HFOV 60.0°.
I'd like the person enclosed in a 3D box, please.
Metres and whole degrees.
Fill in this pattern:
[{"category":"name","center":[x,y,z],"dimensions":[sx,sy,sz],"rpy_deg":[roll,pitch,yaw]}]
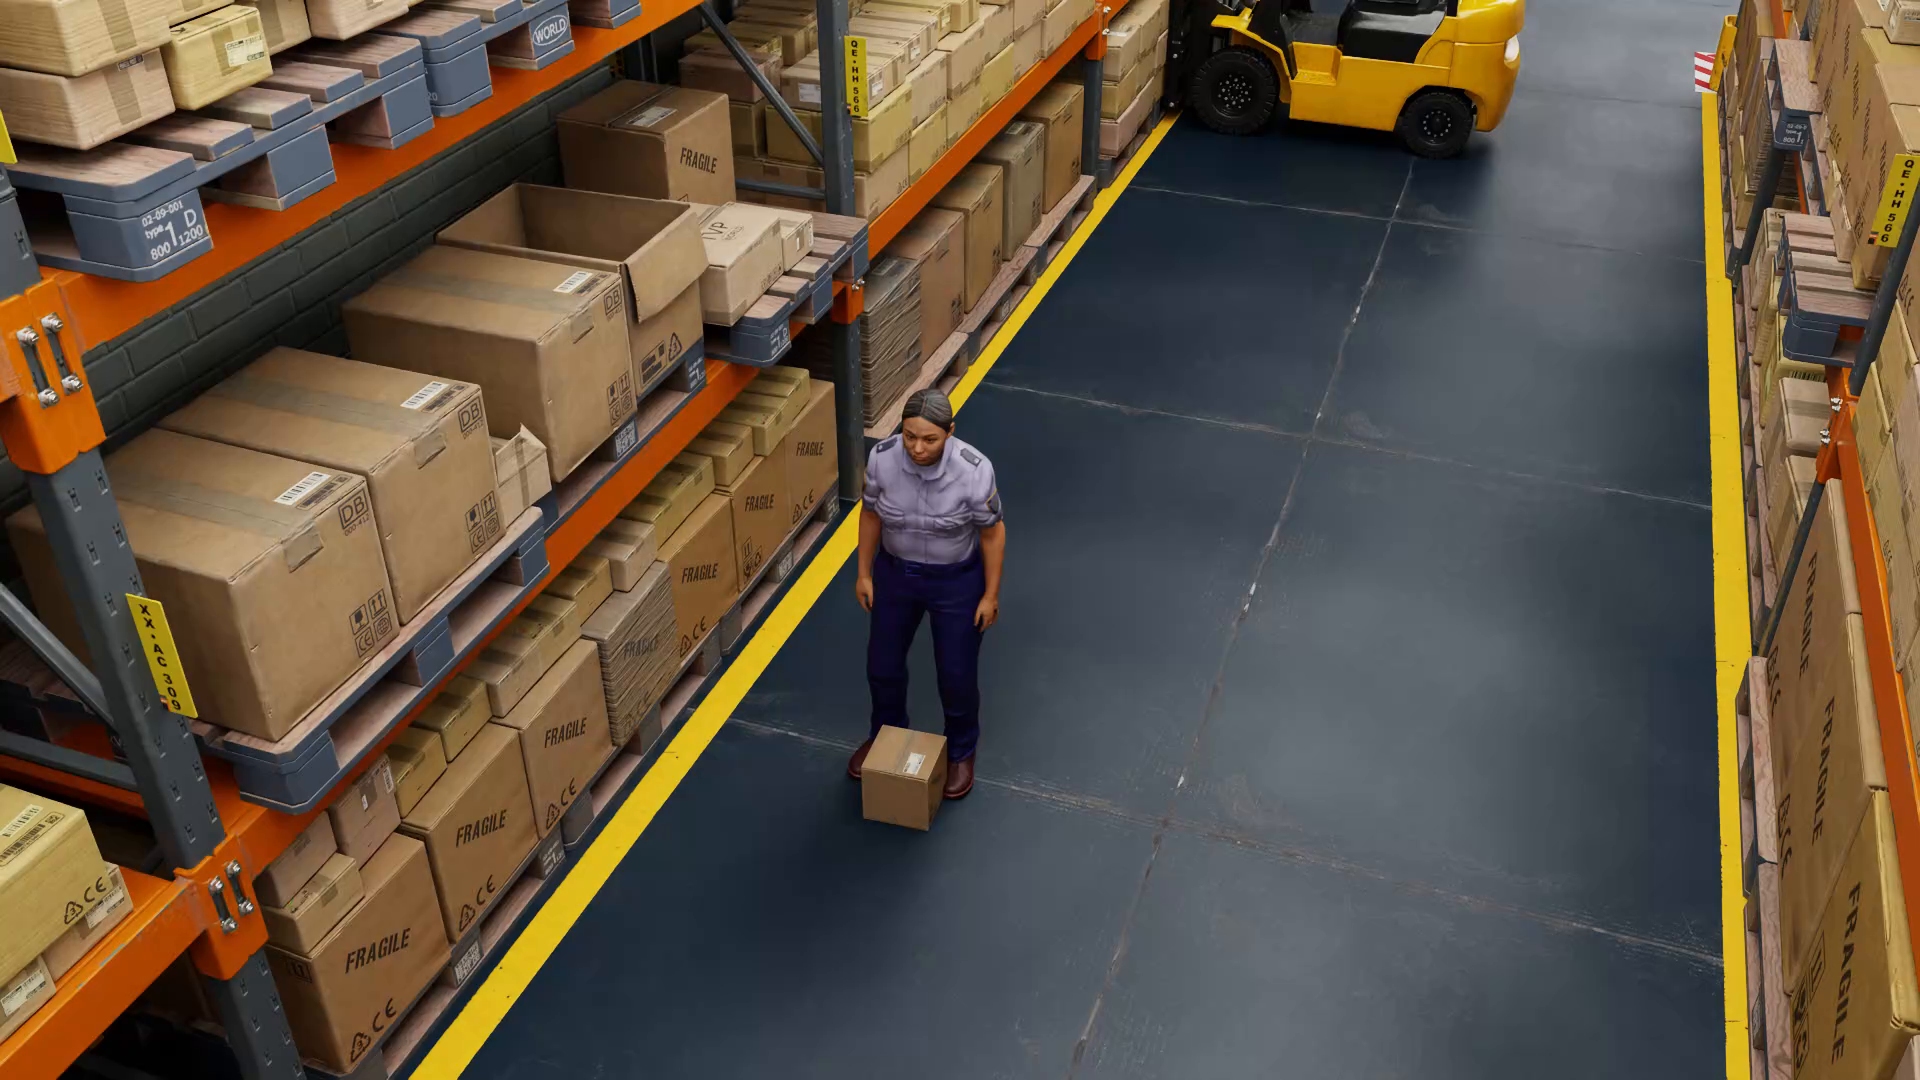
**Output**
[{"category":"person","center":[-0.138,0.177,5.891],"dimensions":[0.537,1.638,0.338],"rpy_deg":[11,35,16]}]
